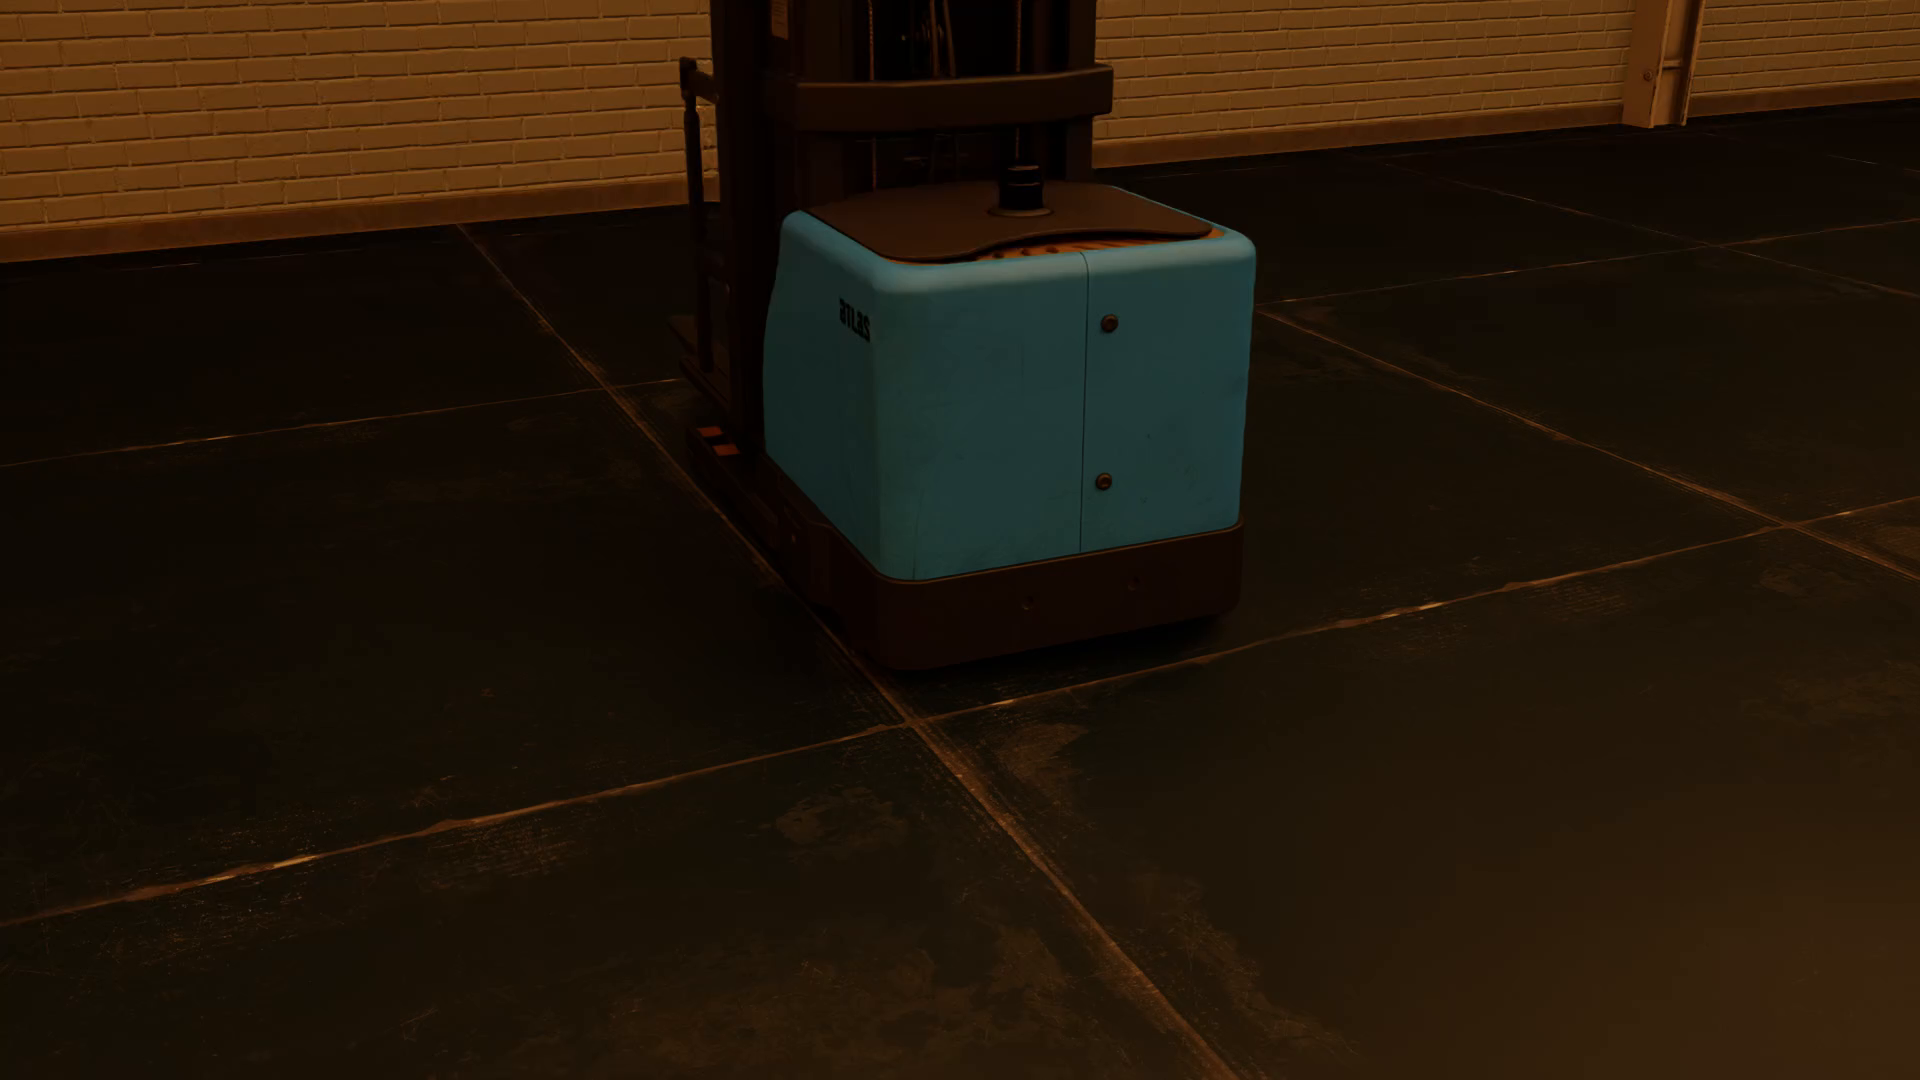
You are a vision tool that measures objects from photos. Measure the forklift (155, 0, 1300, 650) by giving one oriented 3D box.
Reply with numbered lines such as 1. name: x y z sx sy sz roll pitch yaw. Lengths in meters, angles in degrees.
1. forklift: -0.644 -1.274 4.354 3.031 2.935 1.130 -6 23 -14
